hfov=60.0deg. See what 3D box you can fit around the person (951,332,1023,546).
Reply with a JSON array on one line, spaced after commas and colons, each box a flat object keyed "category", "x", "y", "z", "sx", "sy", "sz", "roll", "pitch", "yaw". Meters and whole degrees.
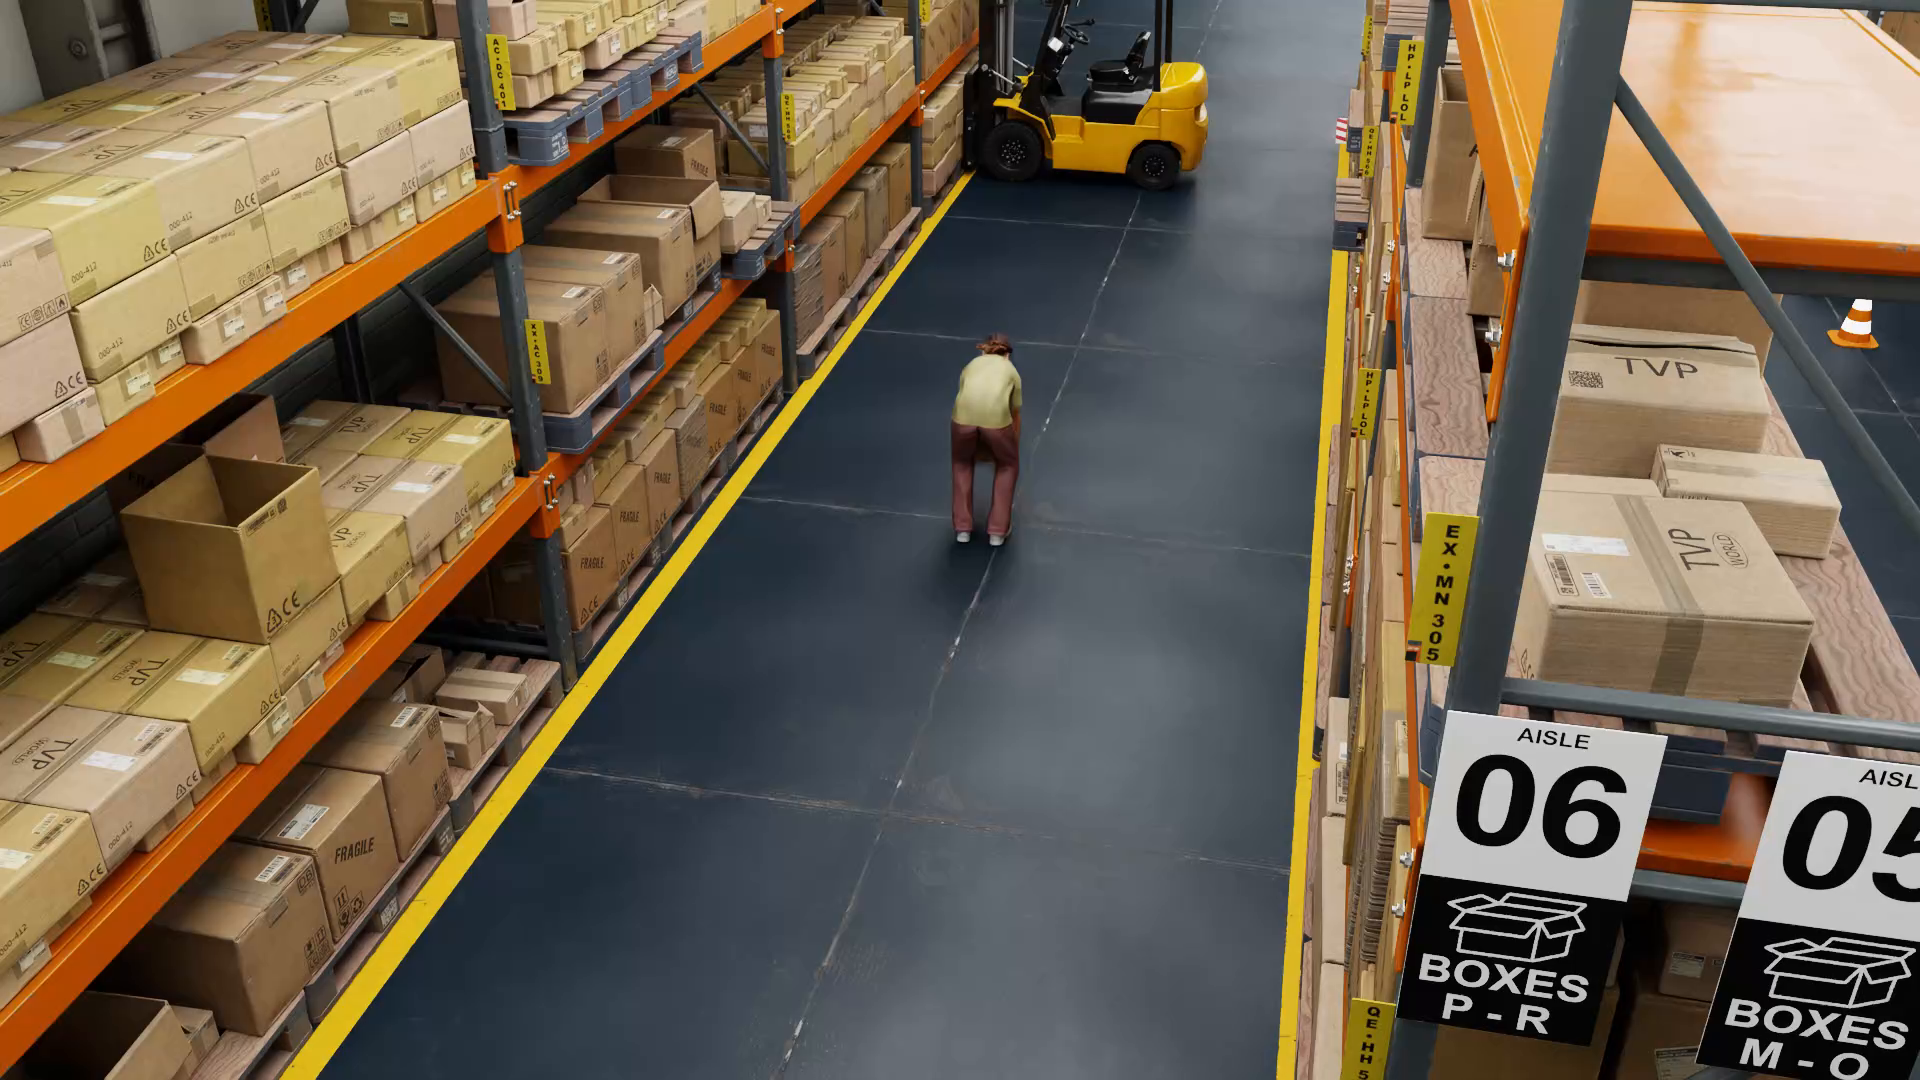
[{"category": "person", "x": 0.181, "y": -0.641, "z": 10.314, "sx": 0.421, "sy": 1.158, "sz": 0.863, "roll": 5, "pitch": 29, "yaw": 9}]
